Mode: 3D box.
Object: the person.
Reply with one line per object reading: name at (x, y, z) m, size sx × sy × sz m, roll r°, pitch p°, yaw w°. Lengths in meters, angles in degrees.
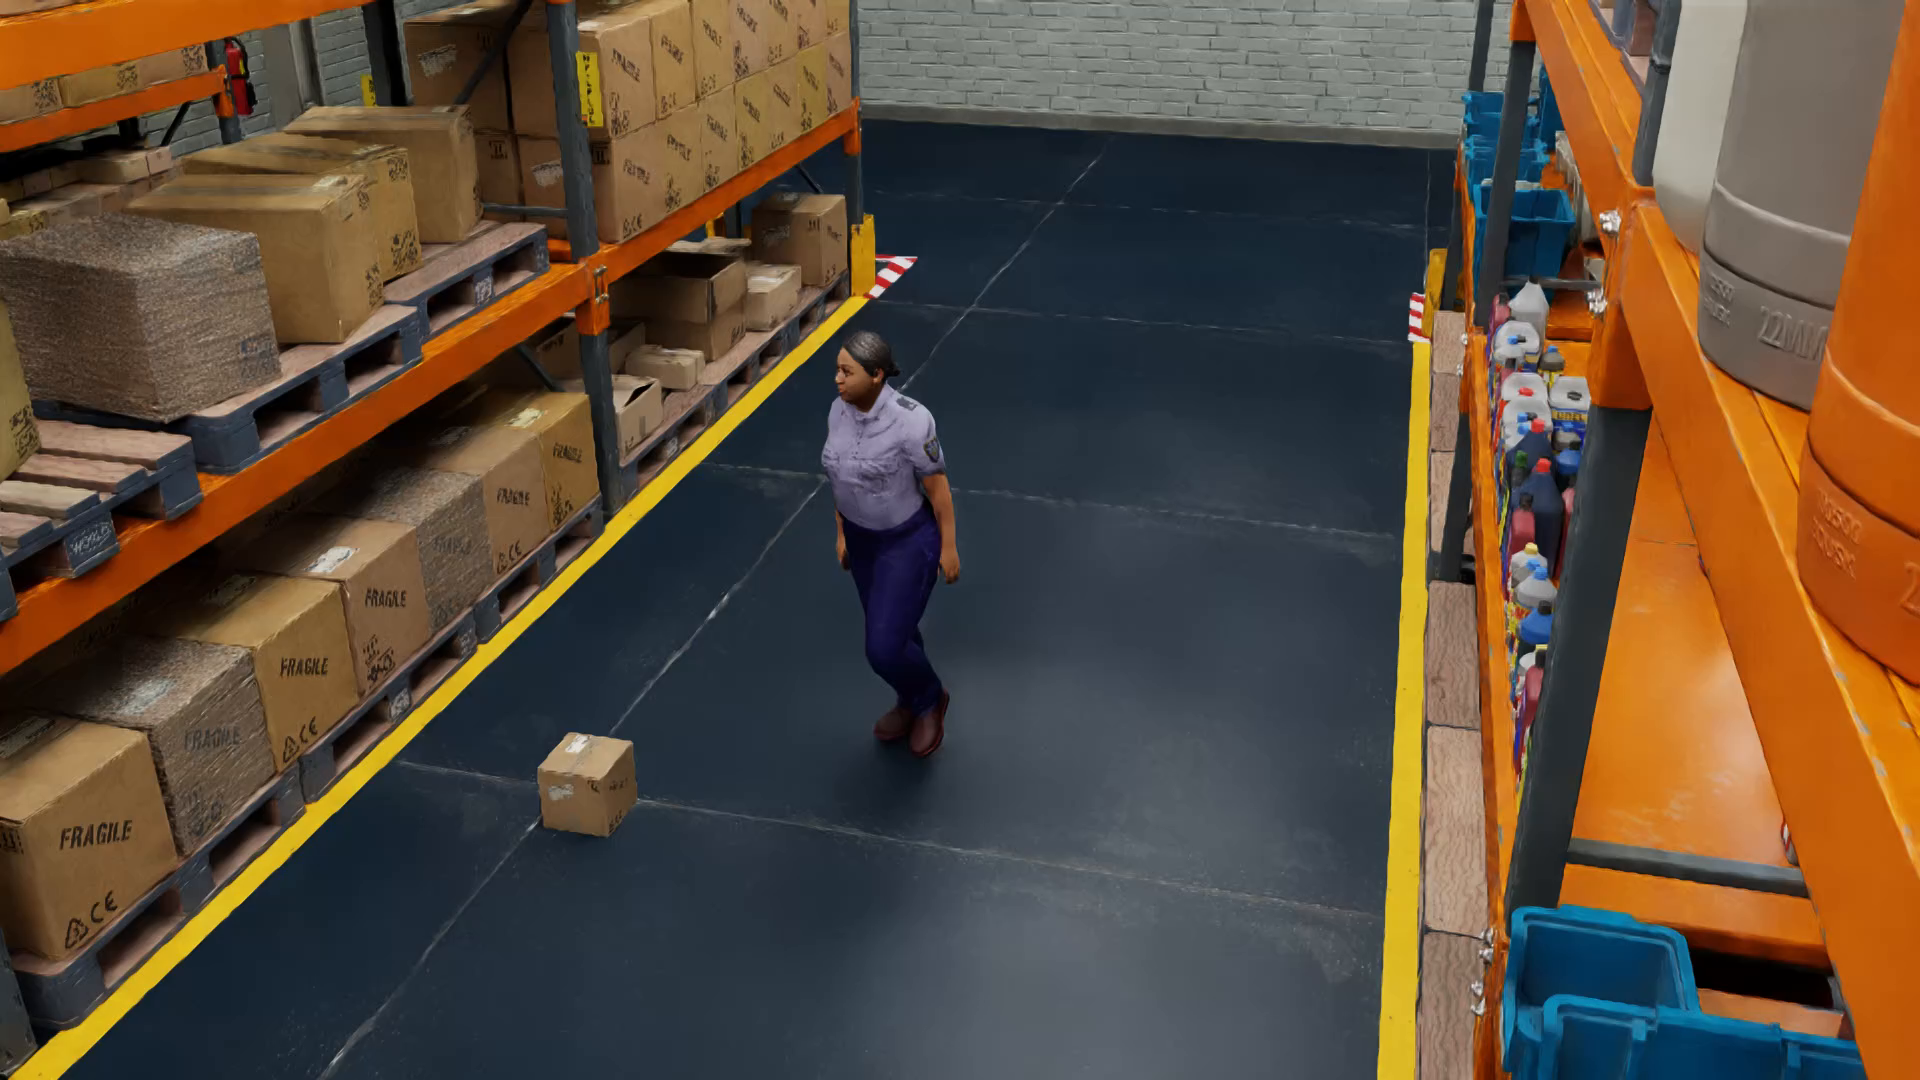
person at (-0.269, 0.016, 6.059) m, size 0.509 × 1.638 × 0.486 m, roll 23°, pitch 34°, yaw 39°
